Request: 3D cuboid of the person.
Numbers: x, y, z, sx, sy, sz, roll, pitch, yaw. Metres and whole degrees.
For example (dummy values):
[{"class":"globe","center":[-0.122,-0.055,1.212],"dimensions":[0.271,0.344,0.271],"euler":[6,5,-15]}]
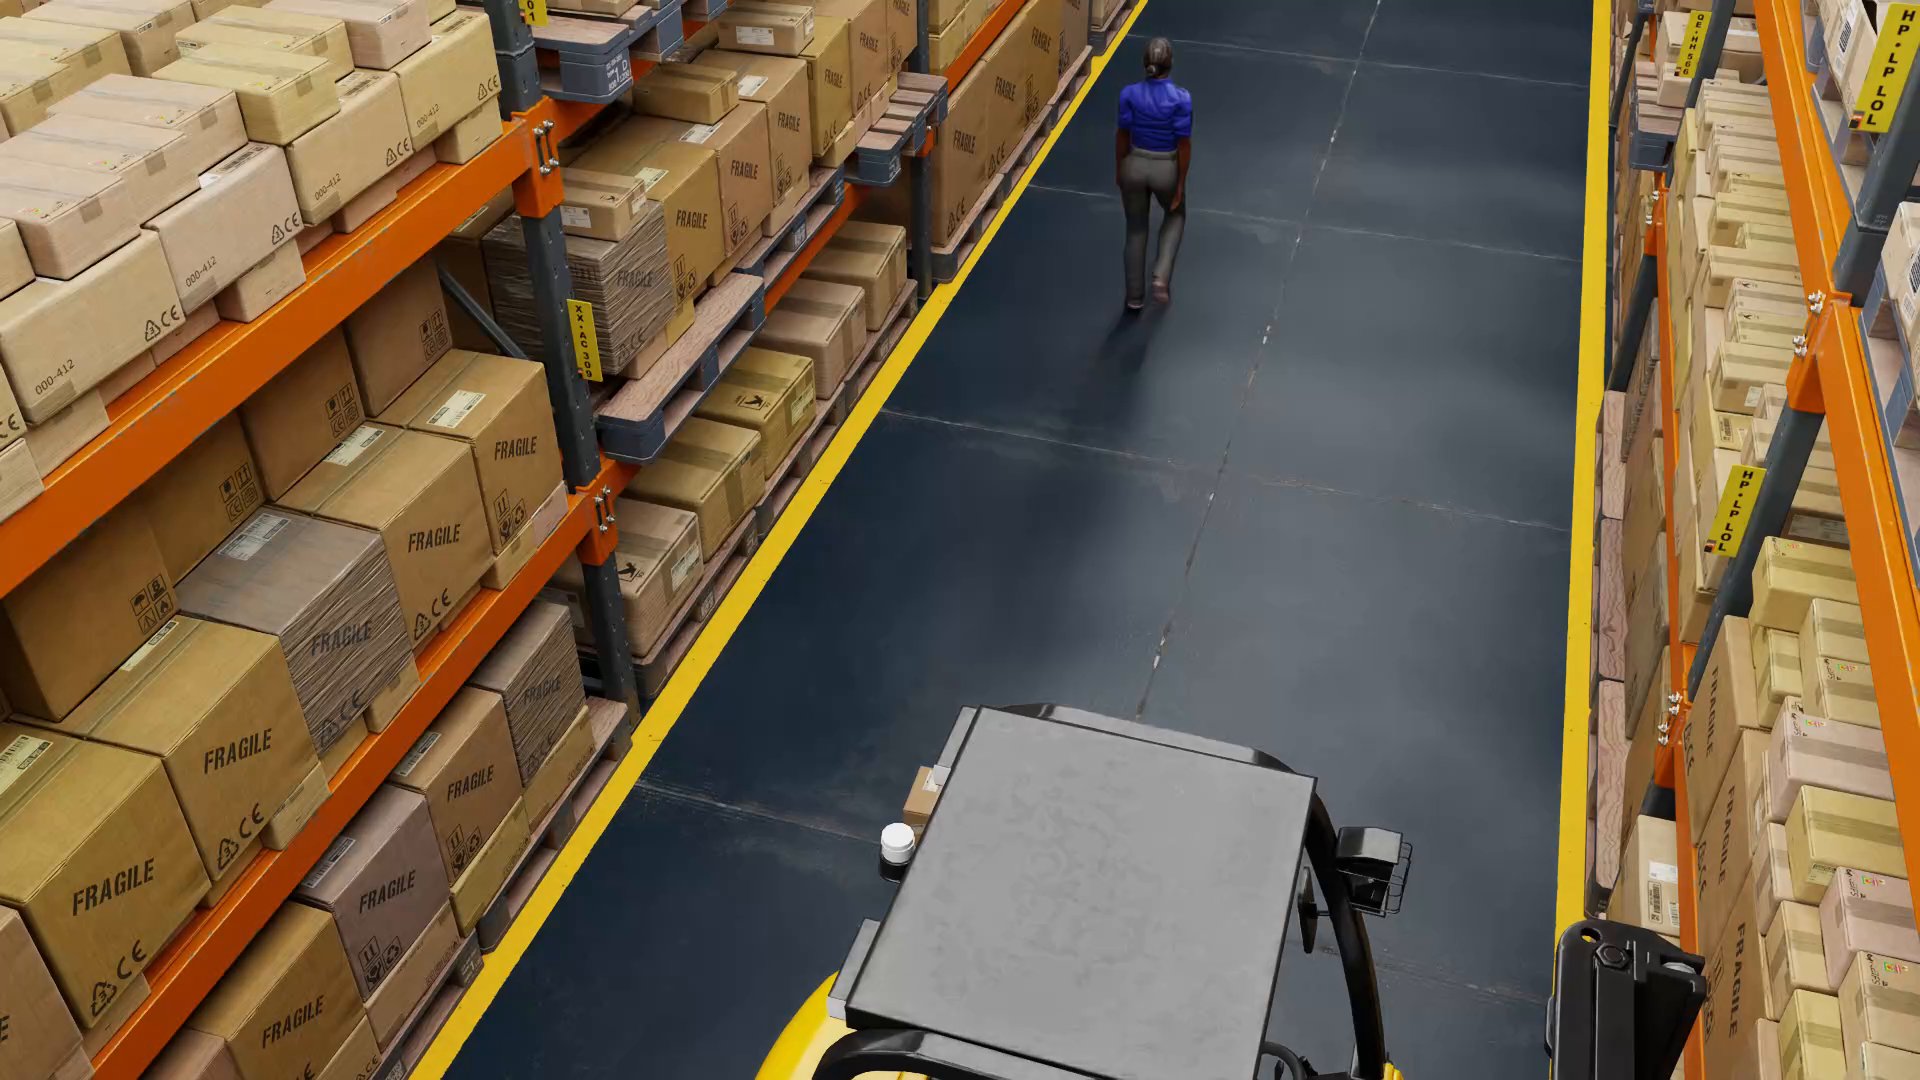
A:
[{"class":"person","center":[1.119,-2.133,9.677],"dimensions":[0.444,1.672,0.423],"euler":[8,38,10]}]
